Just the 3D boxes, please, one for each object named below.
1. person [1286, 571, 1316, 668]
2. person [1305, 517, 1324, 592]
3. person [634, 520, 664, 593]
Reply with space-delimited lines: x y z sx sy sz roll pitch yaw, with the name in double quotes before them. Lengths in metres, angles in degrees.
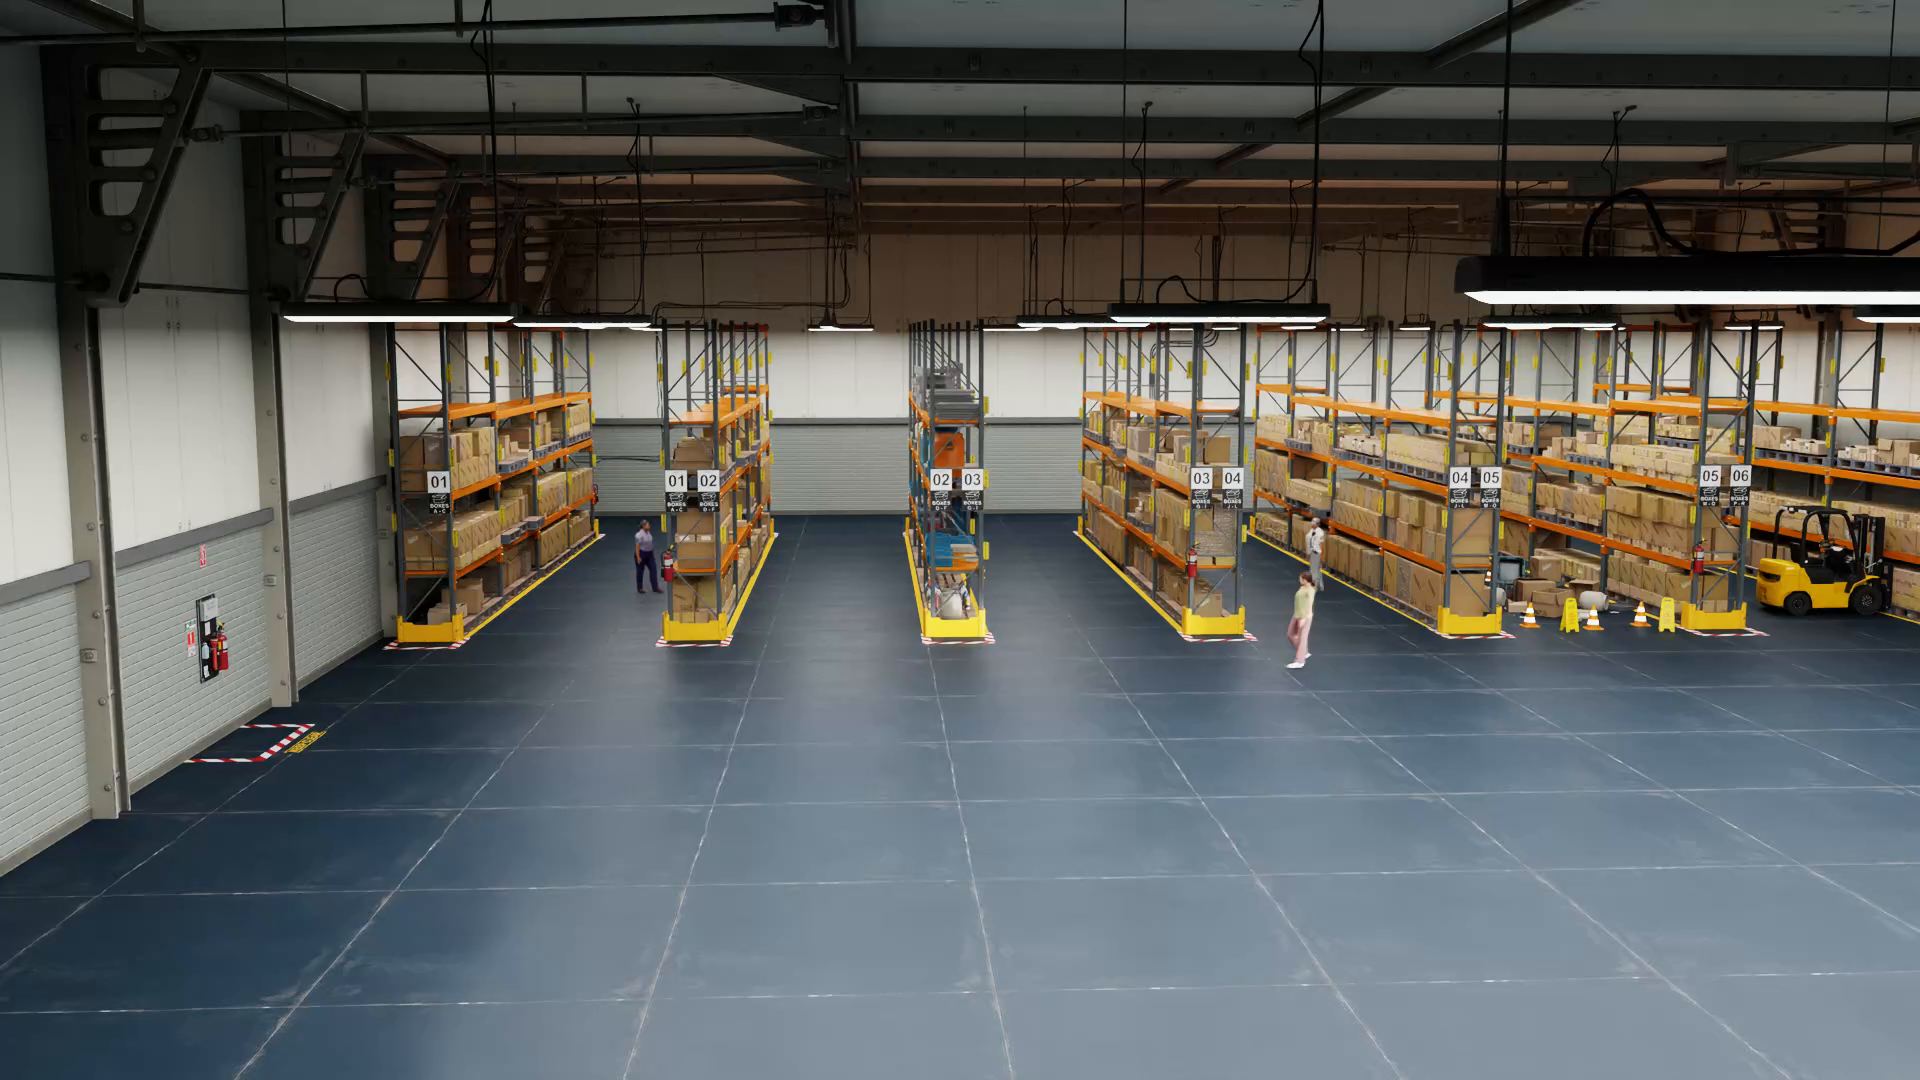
"person" 5.872 1.357 28.670 0.533 1.673 0.506 -3 8 -23
"person" 7.912 0.321 37.114 0.455 1.667 0.516 1 7 4
"person" -6.943 0.367 36.829 0.540 1.636 0.611 -7 10 -43
